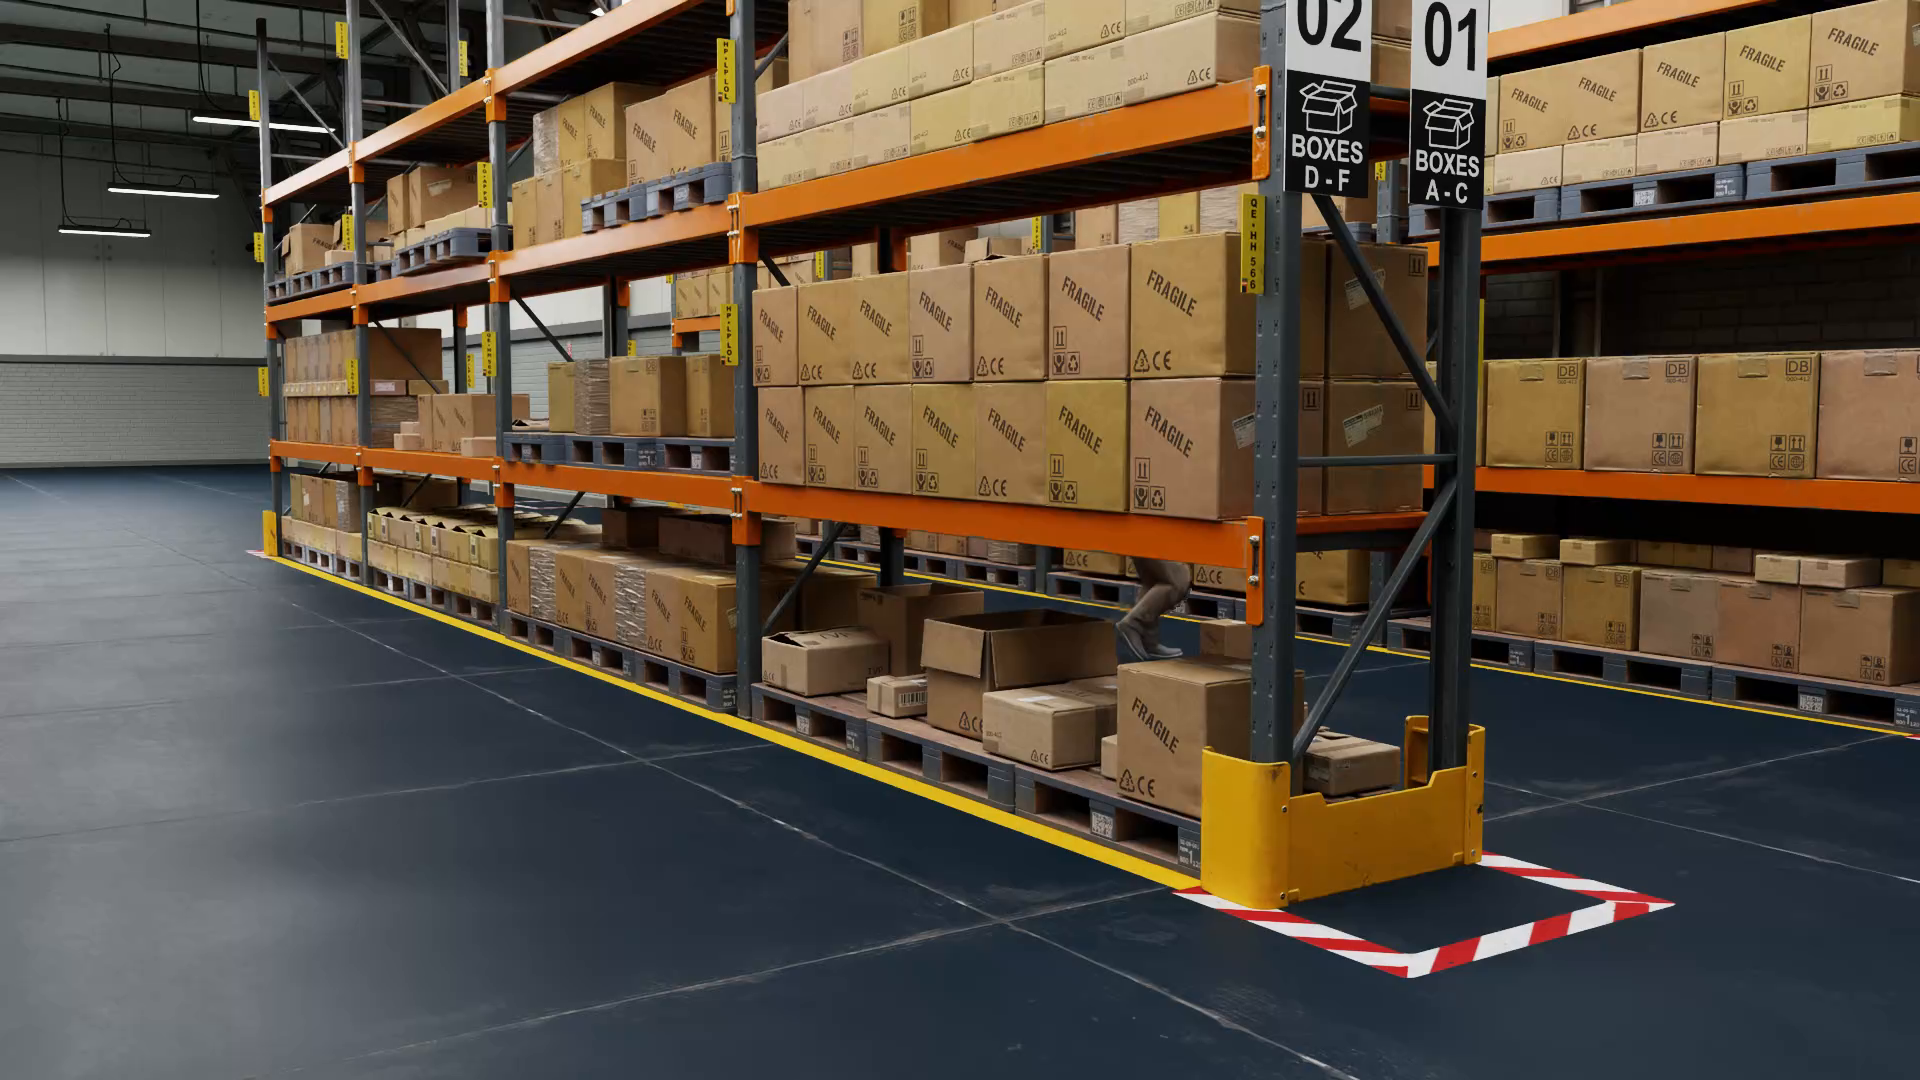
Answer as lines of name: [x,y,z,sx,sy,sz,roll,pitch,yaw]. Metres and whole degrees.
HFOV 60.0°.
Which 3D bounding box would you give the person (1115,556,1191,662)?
person: [1.258,-0.054,10.932,0.479,1.721,0.568,0,5,0]
